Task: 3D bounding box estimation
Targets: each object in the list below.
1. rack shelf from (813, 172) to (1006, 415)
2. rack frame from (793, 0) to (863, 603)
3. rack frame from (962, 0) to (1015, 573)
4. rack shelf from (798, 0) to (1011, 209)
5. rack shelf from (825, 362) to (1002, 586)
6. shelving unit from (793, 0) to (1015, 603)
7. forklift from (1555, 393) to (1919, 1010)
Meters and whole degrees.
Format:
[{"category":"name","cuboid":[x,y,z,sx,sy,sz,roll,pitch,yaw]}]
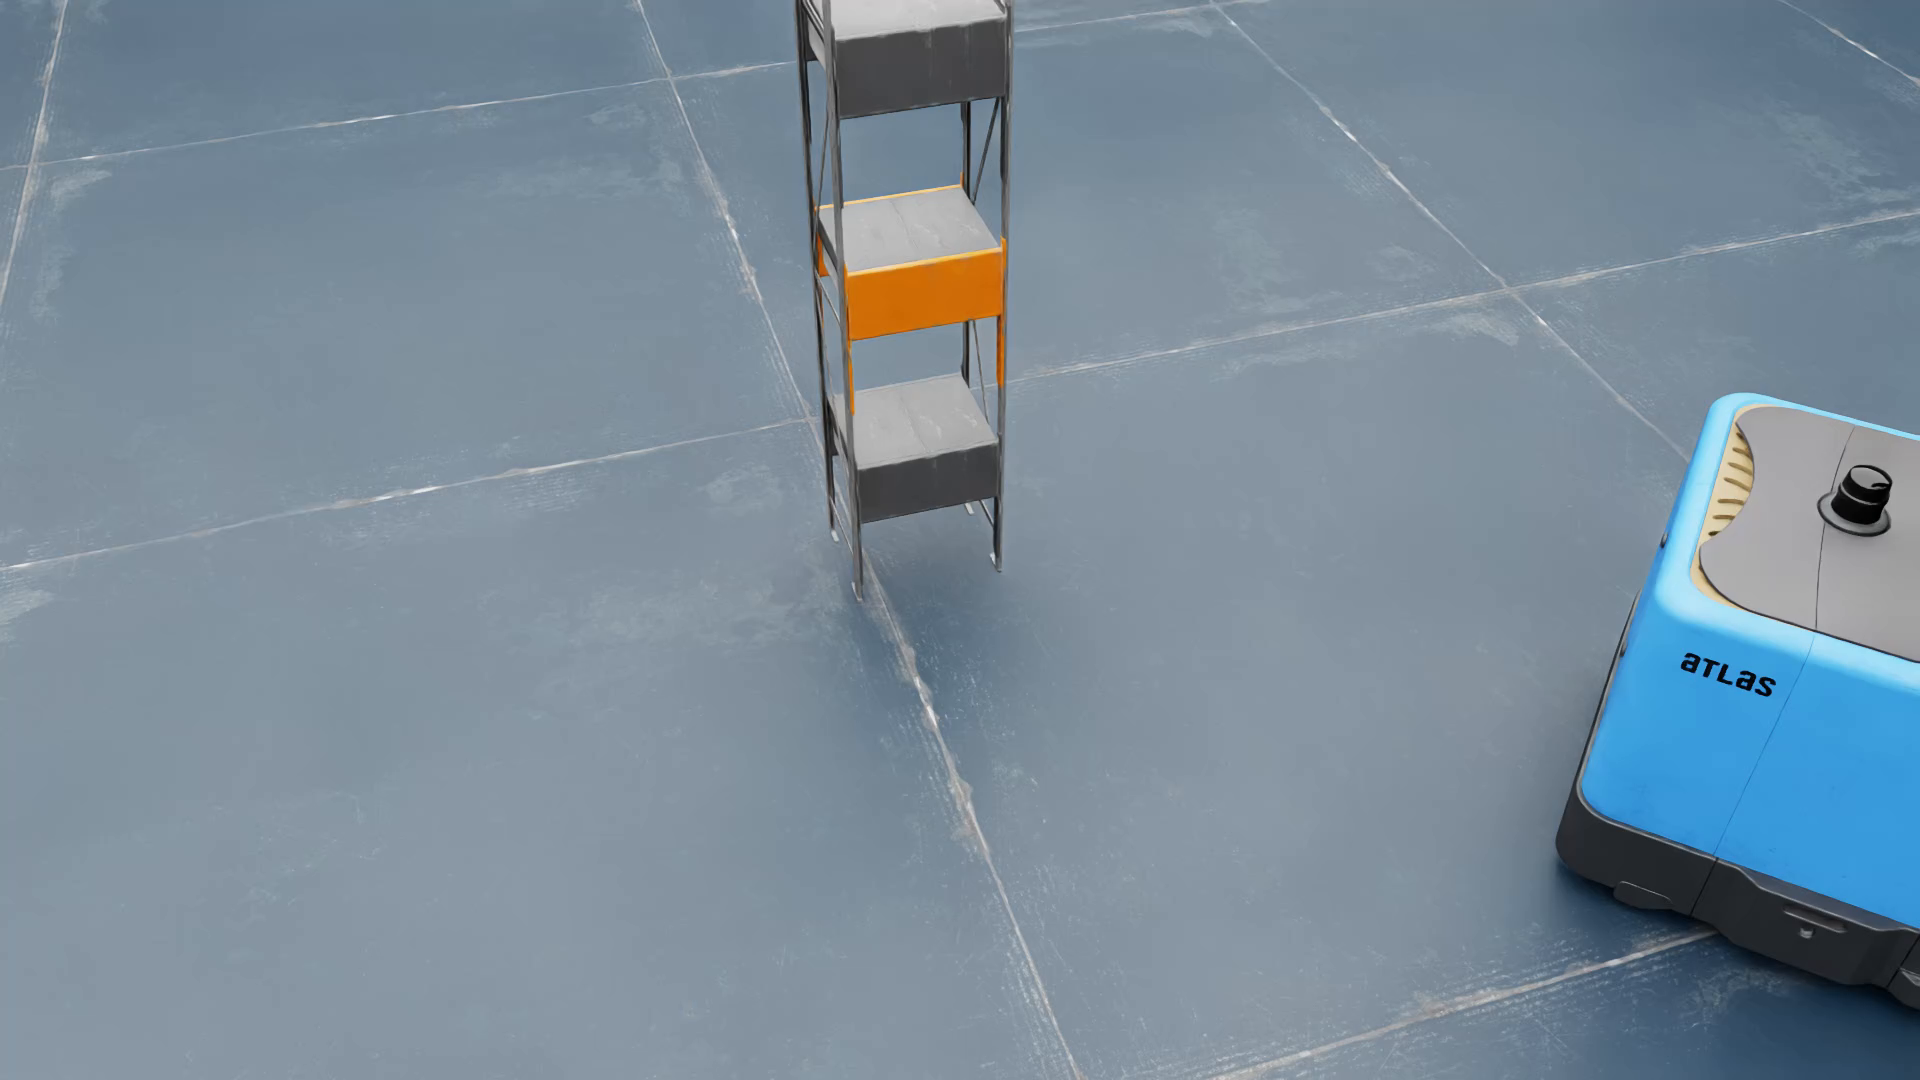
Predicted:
[{"category":"rack shelf","cuboid":[-0.158,-0.748,5.031,0.480,0.518,0.431,-12,42,-13]},{"category":"rack frame","cuboid":[-0.391,-0.710,4.967,0.015,2.100,0.400,-12,42,-13]},{"category":"rack frame","cuboid":[0.075,-0.806,5.077,0.015,2.100,0.400,-12,42,-13]},{"category":"rack shelf","cuboid":[-0.158,-1.275,4.570,0.480,0.518,0.431,-12,42,-13]},{"category":"rack shelf","cuboid":[-0.158,-0.221,5.491,0.480,0.518,0.431,-12,42,-13]},{"category":"shelving unit","cuboid":[-0.158,-0.758,5.022,0.503,2.100,0.431,-12,42,-13]},{"category":"forklift","cuboid":[3.215,0.006,3.516,3.031,2.935,1.130,19,45,20]}]
